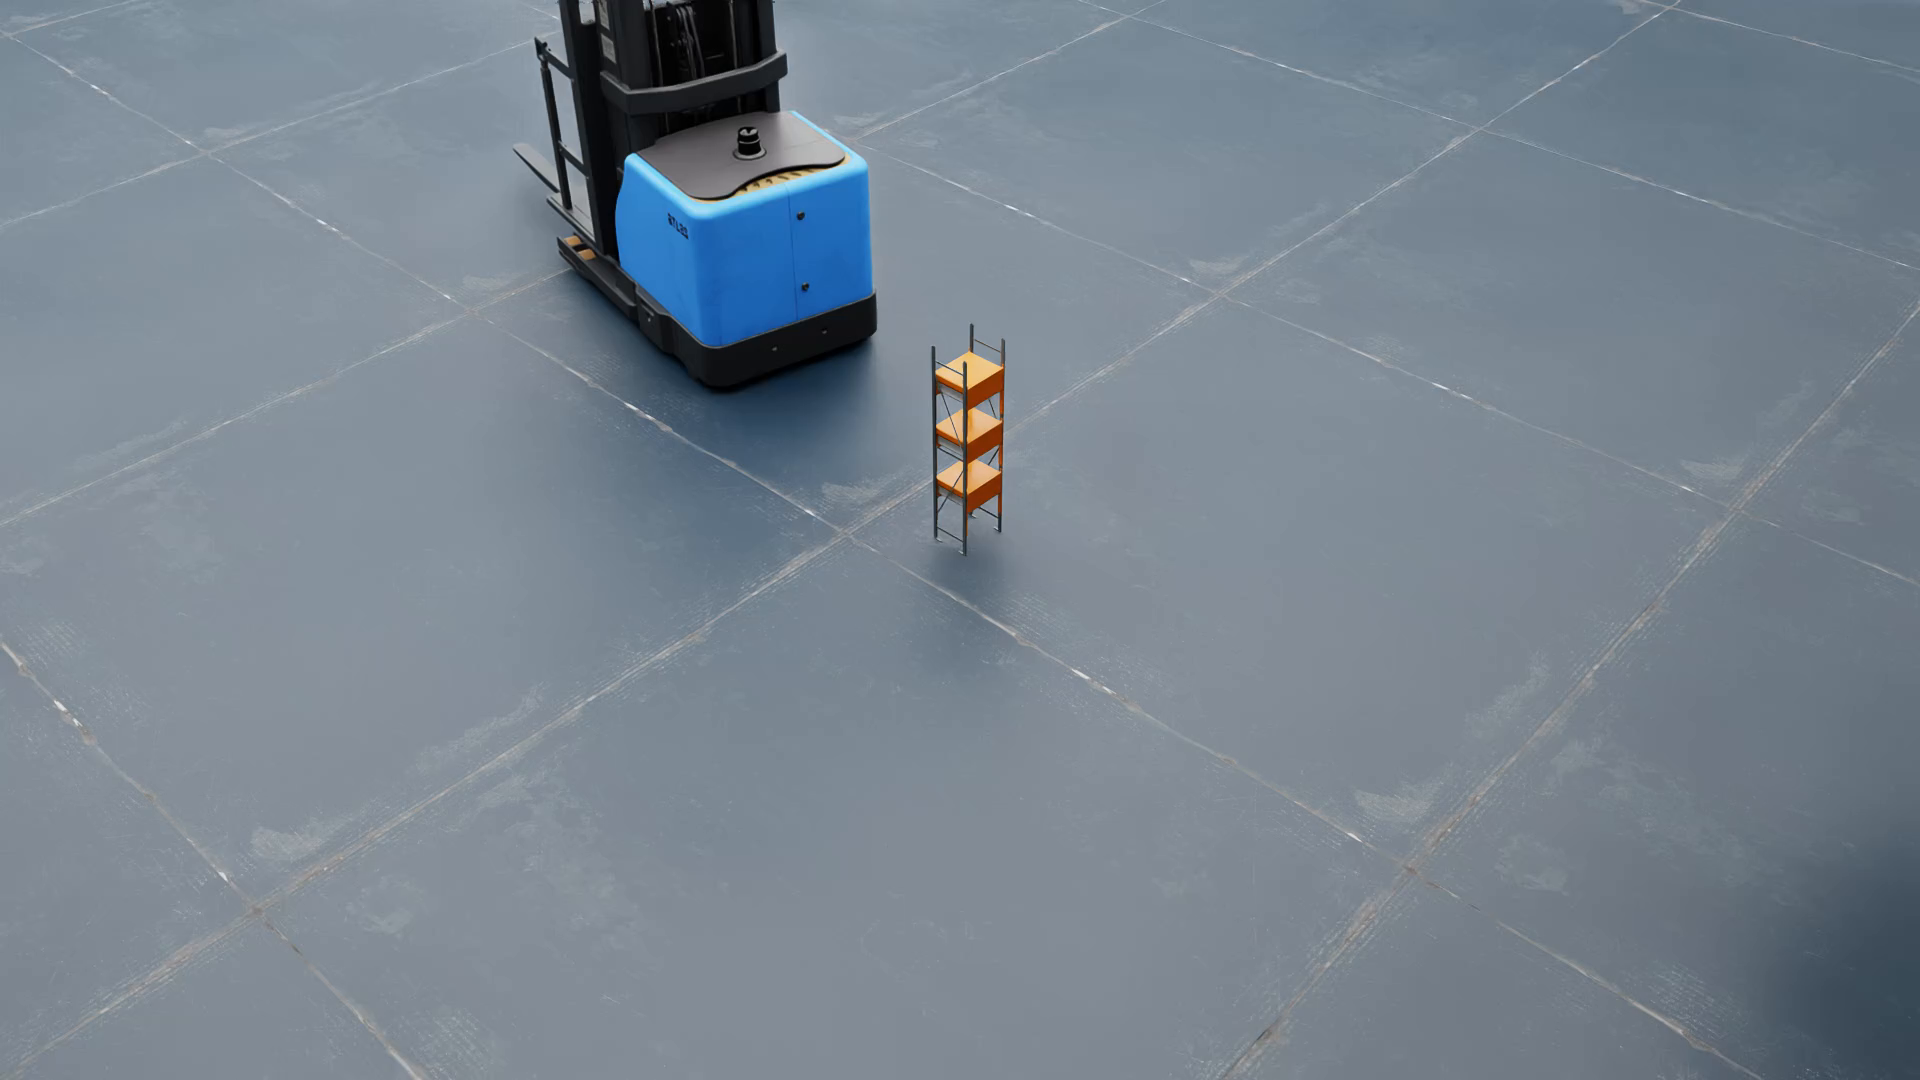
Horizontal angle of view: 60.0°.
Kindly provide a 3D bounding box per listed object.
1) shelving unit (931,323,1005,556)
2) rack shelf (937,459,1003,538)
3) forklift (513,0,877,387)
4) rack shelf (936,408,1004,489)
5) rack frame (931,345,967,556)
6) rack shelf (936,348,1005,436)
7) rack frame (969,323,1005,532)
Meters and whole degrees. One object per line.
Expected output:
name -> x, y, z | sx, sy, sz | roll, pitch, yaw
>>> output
shelving unit -> 0.036, -0.435, 7.454 | 0.215, 1.050, 0.252 | 30, 47, 32
rack shelf -> 0.036, -0.210, 7.634 | 0.215, 0.259, 0.240 | 30, 47, 32
forklift -> -1.702, -2.819, 8.941 | 1.130, 2.935, 3.031 | -23, 44, -26
rack shelf -> 0.036, -0.427, 7.461 | 0.215, 0.259, 0.240 | 30, 47, 32
rack frame -> -0.046, -0.379, 7.384 | 0.200, 1.050, 0.008 | 30, 47, 32
rack shelf -> 0.036, -0.649, 7.284 | 0.215, 0.259, 0.240 | 30, 47, 32
rack frame -> 0.118, -0.492, 7.525 | 0.200, 1.050, 0.008 | 30, 47, 32
